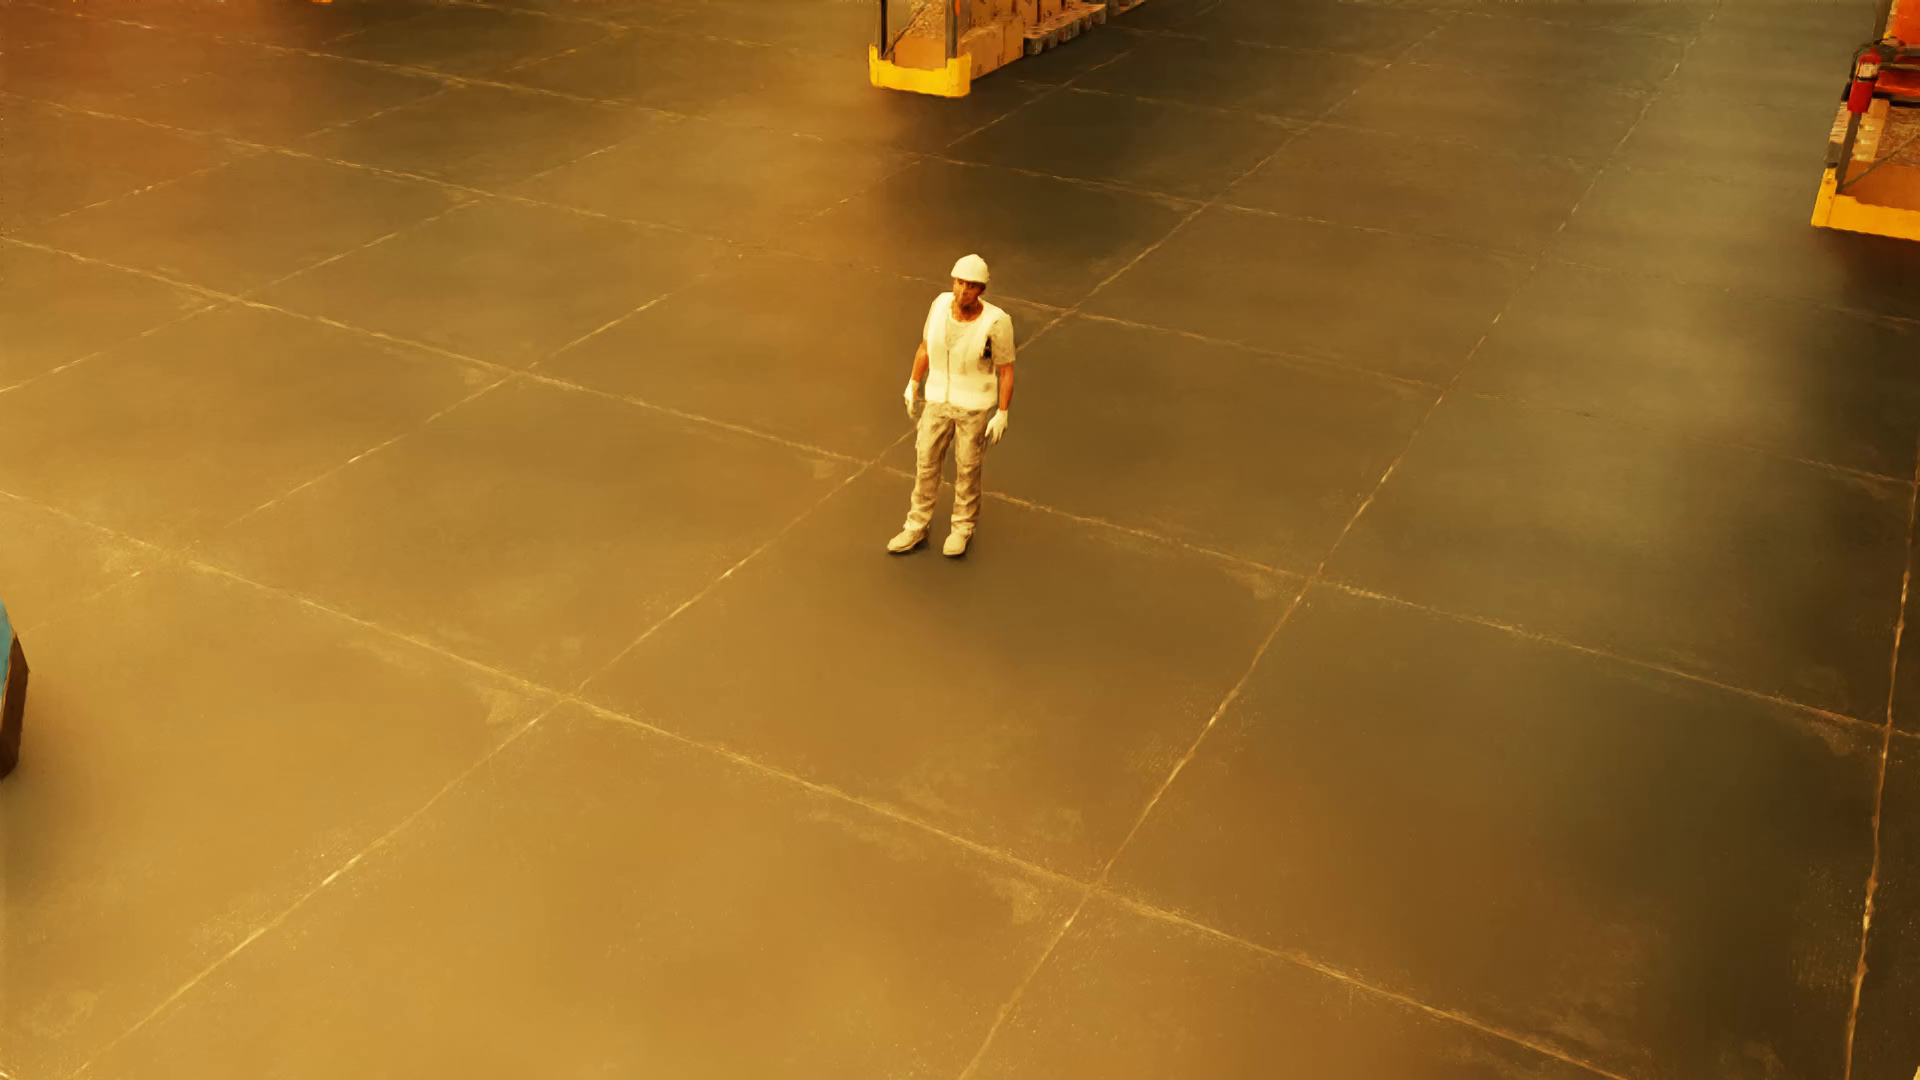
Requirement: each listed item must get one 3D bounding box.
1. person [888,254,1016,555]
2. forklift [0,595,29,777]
[{"bbox_3d":[-0.042,-0.749,9.502,0.655,1.782,0.576,15,33,25],"label":"person"},{"bbox_3d":[-6.104,-0.045,7.148,3.031,2.935,1.130,-11,32,-19],"label":"forklift"}]
